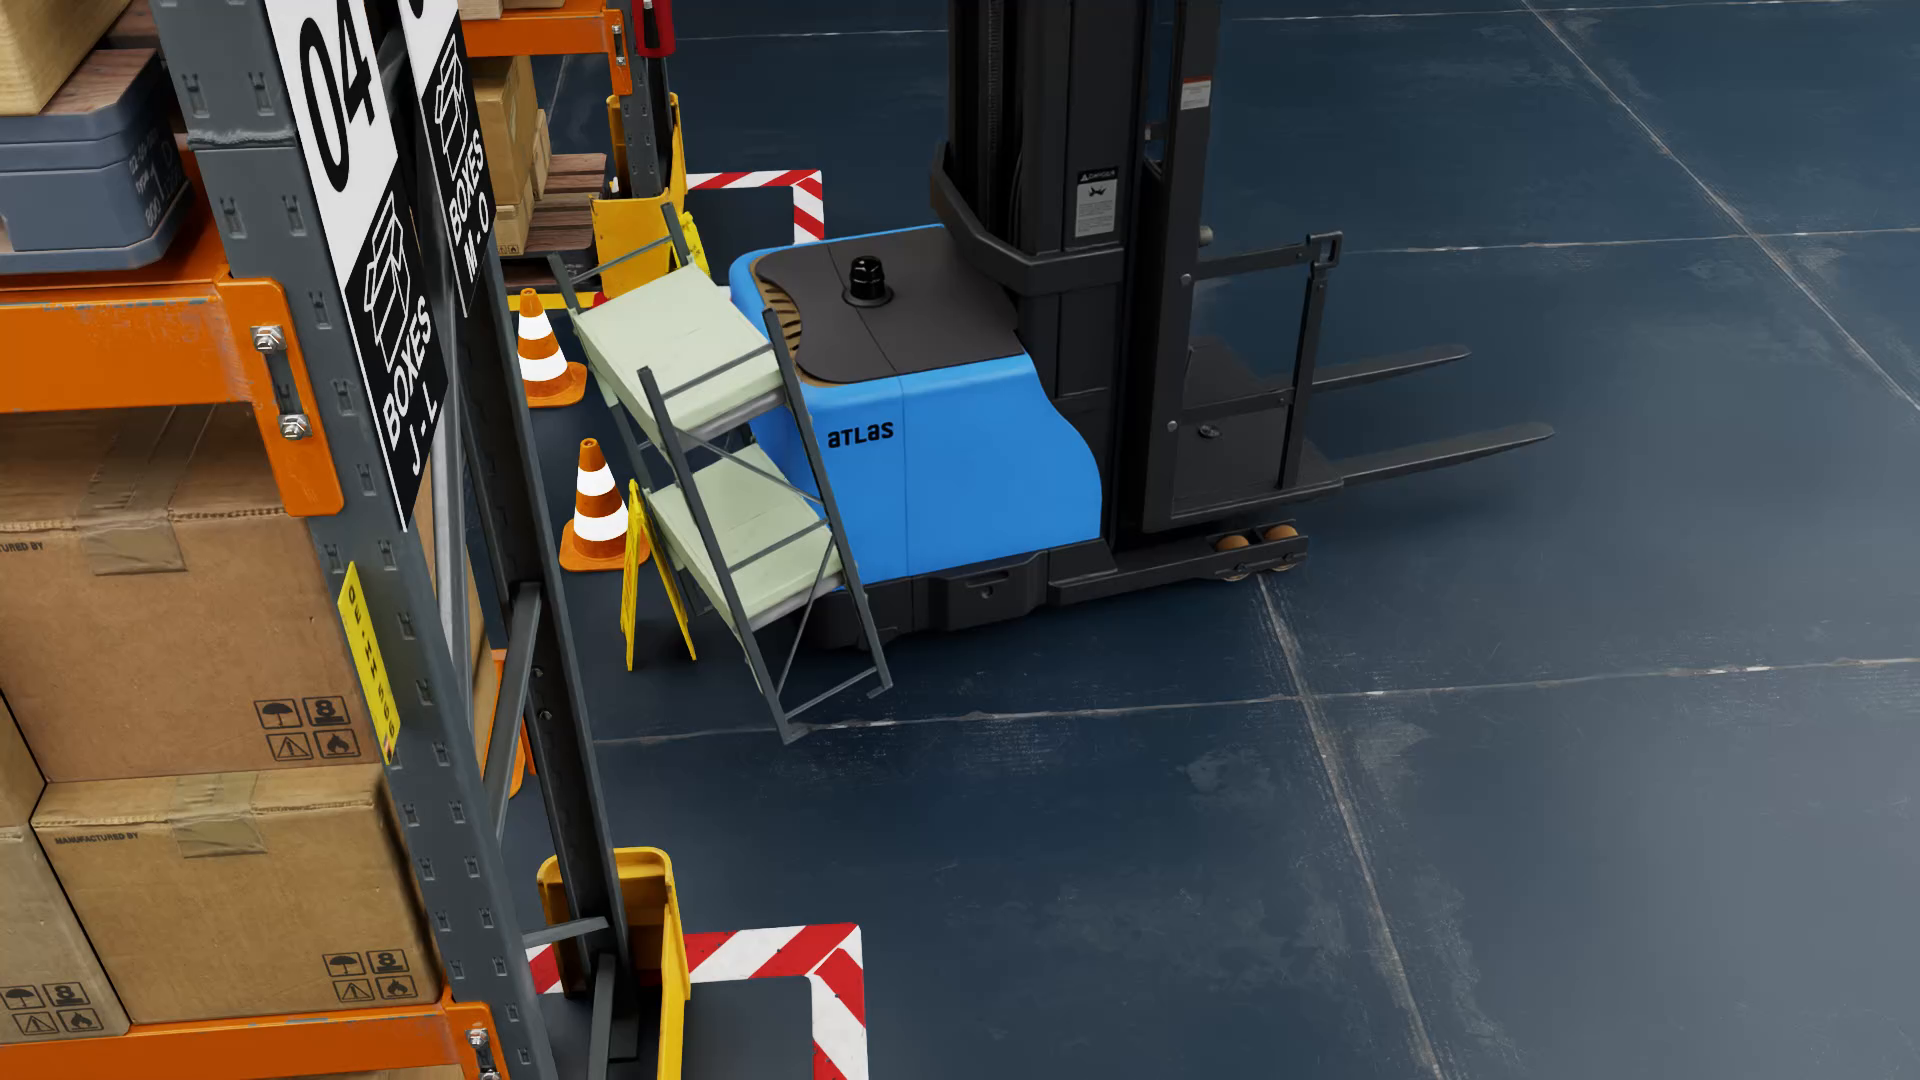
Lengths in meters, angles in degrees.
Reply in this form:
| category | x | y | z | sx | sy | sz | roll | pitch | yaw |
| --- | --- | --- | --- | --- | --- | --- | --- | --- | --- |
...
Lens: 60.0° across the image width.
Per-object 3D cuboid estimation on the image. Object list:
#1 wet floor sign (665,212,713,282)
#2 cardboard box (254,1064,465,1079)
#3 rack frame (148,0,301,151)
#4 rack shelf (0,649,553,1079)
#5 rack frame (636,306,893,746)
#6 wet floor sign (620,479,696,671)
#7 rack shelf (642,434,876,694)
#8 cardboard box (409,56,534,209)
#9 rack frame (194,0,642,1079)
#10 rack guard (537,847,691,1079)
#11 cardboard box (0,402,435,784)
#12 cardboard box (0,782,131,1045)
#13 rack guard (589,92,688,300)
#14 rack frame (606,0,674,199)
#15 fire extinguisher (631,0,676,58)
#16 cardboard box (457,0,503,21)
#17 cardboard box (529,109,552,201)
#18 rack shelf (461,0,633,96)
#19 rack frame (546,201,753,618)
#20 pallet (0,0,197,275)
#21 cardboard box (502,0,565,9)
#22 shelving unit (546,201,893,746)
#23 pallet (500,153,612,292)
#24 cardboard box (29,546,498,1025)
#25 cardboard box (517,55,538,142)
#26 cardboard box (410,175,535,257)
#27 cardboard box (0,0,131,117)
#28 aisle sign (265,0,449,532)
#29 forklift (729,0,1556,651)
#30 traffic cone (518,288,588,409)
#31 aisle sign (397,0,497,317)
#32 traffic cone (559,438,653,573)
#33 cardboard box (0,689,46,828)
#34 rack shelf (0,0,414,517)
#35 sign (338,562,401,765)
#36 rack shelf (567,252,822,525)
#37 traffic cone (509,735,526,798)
| category | x | y | z | sx | sy | sz | roll | pitch | yaw |
| --- | --- | --- | --- | --- | --- | --- | --- | --- | --- |
| wet floor sign | -1.163 | -1.077 | 7.094 | 0.232 | 0.644 | 0.267 | 9 | 39 | 12 |
| cardboard box | -1.578 | 1.145 | 3.754 | 0.875 | 0.875 | 0.875 | -3 | 38 | -4 |
| rack frame | -0.908 | -1.958 | 1.466 | 0.127 | 3.000 | 1.000 | -3 | 38 | -4 |
| rack shelf | -2.900 | 0.790 | 3.408 | 4.000 | 0.370 | 1.077 | -3 | 38 | -4 |
| rack frame | -0.527 | 0.018 | 4.846 | 0.400 | 1.500 | 0.023 | -28 | 44 | -15 |
| wet floor sign | -1.055 | 0.098 | 5.604 | 0.232 | 0.644 | 0.267 | -9 | 39 | -12 |
| rack shelf | -0.648 | 0.062 | 5.319 | 0.431 | 0.370 | 0.720 | -28 | 44 | -15 |
| cardboard box | -2.222 | -1.826 | 7.418 | 0.500 | 0.500 | 0.500 | -3 | 38 | -4 |
| rack frame | -0.908 | 0.397 | 3.325 | 0.127 | 3.000 | 1.000 | -3 | 38 | -4 |
| rack guard | -0.884 | 1.377 | 4.101 | 0.348 | 0.500 | 1.175 | -3 | 38 | -4 |
| cardboard box | -1.281 | -0.089 | 2.948 | 0.550 | 0.550 | 0.875 | -3 | 38 | -4 |
| cardboard box | -1.820 | 0.430 | 3.162 | 0.550 | 0.550 | 0.875 | -3 | 38 | -4 |
| rack guard | -1.523 | -1.666 | 7.957 | 0.348 | 0.500 | 1.175 | -3 | 38 | -4 |
| rack frame | -1.447 | -2.651 | 7.188 | 0.127 | 3.000 | 1.000 | -3 | 38 | -4 |
| fire extinguisher | -1.292 | -2.343 | 6.860 | 0.183 | 0.674 | 0.296 | -3 | 38 | -4 |
| cardboard box | -2.043 | -2.318 | 6.969 | 0.250 | 0.149 | 0.380 | -4 | 38 | -5 |
| cardboard box | -2.275 | -1.863 | 8.070 | 0.500 | 0.250 | 0.500 | -3 | 38 | -4 |
| rack shelf | -3.439 | -2.259 | 7.272 | 4.000 | 0.370 | 1.077 | -3 | 38 | -4 |
| rack frame | -0.886 | -0.365 | 5.356 | 0.400 | 1.500 | 0.023 | -28 | 44 | -15 |
| pallet | -1.646 | -0.698 | 2.363 | 1.213 | 0.211 | 1.003 | -3 | 38 | -4 |
| cardboard box | -1.801 | -2.400 | 7.073 | 0.250 | 0.149 | 0.380 | -2 | 38 | -2 |
| shelving unit | -0.707 | -0.174 | 5.101 | 0.431 | 1.500 | 0.755 | -28 | 44 | -15 |
| pallet | -2.335 | -1.530 | 8.018 | 1.213 | 0.211 | 1.003 | -3 | 38 | -4 |
| cardboard box | -1.274 | 0.387 | 3.217 | 0.550 | 0.550 | 0.875 | -3 | 38 | -4 |
| cardboard box | -2.299 | -2.156 | 7.836 | 0.500 | 0.500 | 0.500 | -4 | 38 | -5 |
| cardboard box | -2.252 | -1.525 | 7.642 | 0.500 | 0.250 | 0.500 | -3 | 38 | -4 |
| cardboard box | -1.209 | -0.658 | 2.024 | 0.250 | 0.149 | 0.380 | -3 | 38 | -4 |
| aisle sign | -0.811 | -0.442 | 2.290 | 0.004 | 0.787 | 0.394 | -3 | 38 | -4 |
| forklift | 0.758 | -1.301 | 5.533 | 3.031 | 2.935 | 1.130 | -11 | 40 | -14 |
| traffic cone | -1.761 | -0.836 | 6.936 | 0.334 | 0.463 | 0.336 | -3 | 38 | -4 |
| aisle sign | -0.864 | -0.812 | 2.759 | 0.004 | 0.787 | 0.394 | -3 | 38 | -4 |
| traffic cone | -1.324 | -0.170 | 6.091 | 0.334 | 0.463 | 0.336 | -3 | 38 | -4 |
| cardboard box | -1.821 | -0.002 | 2.838 | 0.550 | 0.550 | 0.875 | -3 | 38 | -4 |
| rack shelf | -2.900 | -0.388 | 2.479 | 4.000 | 0.370 | 1.077 | -3 | 38 | -4 |
| sign | -0.874 | 0.185 | 2.467 | 0.005 | 0.325 | 0.100 | -3 | 38 | -4 |
| rack shelf | -0.777 | -0.455 | 4.840 | 0.431 | 0.370 | 0.720 | -28 | 44 | -15 |
| traffic cone | -1.563 | 0.546 | 5.184 | 0.334 | 0.463 | 0.336 | -3 | 38 | -4 |
